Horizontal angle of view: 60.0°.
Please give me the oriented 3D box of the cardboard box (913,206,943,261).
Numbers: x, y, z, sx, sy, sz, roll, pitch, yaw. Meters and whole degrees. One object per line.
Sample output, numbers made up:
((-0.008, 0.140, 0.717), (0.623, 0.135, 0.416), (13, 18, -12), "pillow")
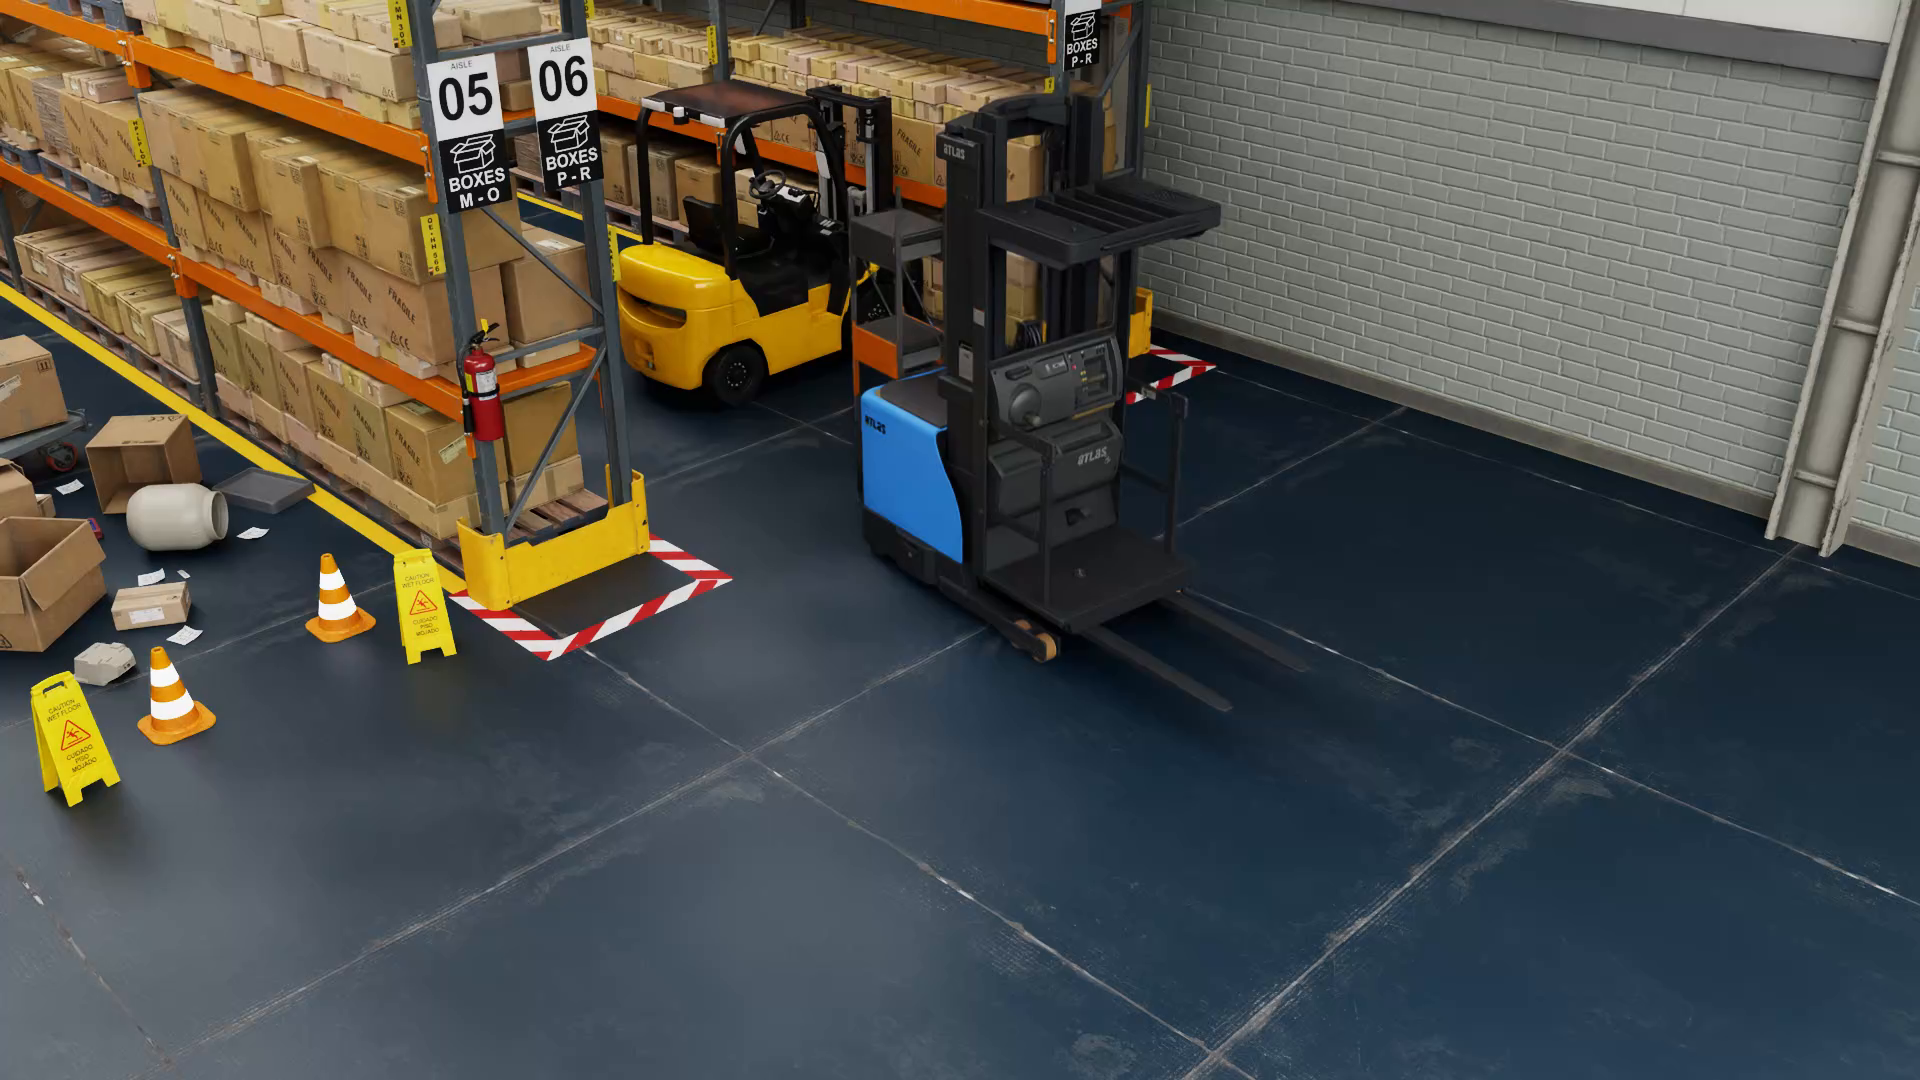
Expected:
((-0.238, -2.548, 13.794), (0.500, 0.250, 0.500), (-25, 37, -39), "cardboard box")

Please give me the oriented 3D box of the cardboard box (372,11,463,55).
((-2.881, -2.697, 8.839), (0.380, 0.149, 0.250), (-25, 37, -39), "cardboard box")

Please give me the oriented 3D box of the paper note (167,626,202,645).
((-4.503, 0.551, 9.662), (0.142, 0.019, 0.148), (12, 30, 22), "paper note")

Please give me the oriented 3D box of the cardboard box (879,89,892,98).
((-0.446, -3.637, 13.632), (0.250, 0.149, 0.380), (24, 36, 38), "cardboard box")

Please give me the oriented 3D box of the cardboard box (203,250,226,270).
((-5.069, -2.034, 11.659), (0.380, 0.149, 0.250), (-24, 36, -38), "cardboard box")

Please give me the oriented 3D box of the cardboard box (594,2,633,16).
((-3.524, -5.345, 16.881), (0.250, 0.149, 0.380), (24, 36, 38), "cardboard box")

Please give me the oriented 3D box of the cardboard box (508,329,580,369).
((-2.530, -1.183, 10.041), (0.250, 0.149, 0.380), (25, 37, 39), "cardboard box")

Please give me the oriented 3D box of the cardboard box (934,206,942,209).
((0.126, -2.723, 14.128), (0.500, 0.250, 0.500), (24, 36, 38), "cardboard box")

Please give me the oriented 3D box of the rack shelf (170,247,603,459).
((-3.859, -1.449, 11.049), (4.000, 0.370, 1.077), (25, 36, 38), "rack shelf")

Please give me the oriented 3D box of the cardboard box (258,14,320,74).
((-3.718, -2.918, 9.688), (0.500, 0.250, 0.500), (-24, 36, -38), "cardboard box")

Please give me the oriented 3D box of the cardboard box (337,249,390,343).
((-3.367, -1.541, 10.025), (0.500, 0.500, 0.500), (25, 36, 38), "cardboard box")

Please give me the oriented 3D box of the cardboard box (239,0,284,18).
((-3.999, -3.186, 9.769), (0.380, 0.149, 0.250), (-24, 36, -38), "cardboard box")

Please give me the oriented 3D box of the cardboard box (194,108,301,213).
((-4.436, -2.476, 10.728), (0.500, 0.500, 0.700), (24, 36, 37), "cardboard box")

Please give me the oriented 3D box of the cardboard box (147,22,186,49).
((-5.089, -3.349, 10.936), (0.250, 0.149, 0.380), (25, 36, 38), "cardboard box")

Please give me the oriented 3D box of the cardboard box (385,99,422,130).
((-2.884, -2.355, 9.046), (0.250, 0.149, 0.380), (25, 37, 39), "cardboard box")

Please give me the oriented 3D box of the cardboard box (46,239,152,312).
((-7.210, -2.322, 14.309), (0.625, 0.372, 0.950), (24, 36, 37), "cardboard box")

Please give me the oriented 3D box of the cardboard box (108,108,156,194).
((-5.776, -2.856, 12.074), (0.500, 0.500, 0.500), (24, 36, 38), "cardboard box")

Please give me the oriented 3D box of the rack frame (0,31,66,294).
((-8.138, -3.725, 14.605), (0.127, 3.000, 1.000), (25, 36, 38), "rack frame")

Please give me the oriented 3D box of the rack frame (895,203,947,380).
((-0.229, -1.067, 10.517), (0.400, 2.100, 0.015), (-20, 34, -33), "rack frame")

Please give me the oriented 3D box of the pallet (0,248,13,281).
((-8.647, -2.773, 15.791), (1.213, 0.211, 1.003), (25, 36, 38), "pallet")

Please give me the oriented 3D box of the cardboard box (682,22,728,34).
((-2.437, -4.849, 15.938), (0.250, 0.149, 0.380), (24, 36, 38), "cardboard box")

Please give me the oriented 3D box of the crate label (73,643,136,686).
((-4.784, 0.683, 9.297), (0.298, 0.136, 0.250), (7, 29, 13), "crate label")

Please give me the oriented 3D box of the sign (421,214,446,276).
((-2.837, -1.590, 8.960), (0.005, 0.325, 0.100), (25, 36, 38), "sign")

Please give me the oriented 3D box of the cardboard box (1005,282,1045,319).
((0.478, -2.009, 13.306), (0.500, 0.250, 0.500), (24, 36, 38), "cardboard box")

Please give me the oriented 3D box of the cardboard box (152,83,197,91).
((-5.776, -3.193, 12.715), (0.500, 0.500, 0.500), (25, 36, 39), "cardboard box")

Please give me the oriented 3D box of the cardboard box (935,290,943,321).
((0.140, -1.946, 13.725), (0.500, 0.250, 0.500), (25, 36, 38), "cardboard box")

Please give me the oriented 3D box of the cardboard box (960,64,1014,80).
((0.222, -3.748, 13.525), (0.380, 0.149, 0.250), (-24, 36, -38), "cardboard box")

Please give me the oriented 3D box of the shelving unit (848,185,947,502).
((-0.381, -1.156, 10.686), (0.431, 2.100, 0.503), (-20, 34, -33), "shelving unit")

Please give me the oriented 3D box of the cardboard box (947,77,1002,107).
((0.112, -3.526, 13.102), (0.250, 0.149, 0.380), (25, 37, 39), "cardboard box")

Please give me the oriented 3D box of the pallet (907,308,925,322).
((-0.396, -2.163, 14.630), (1.213, 0.211, 1.003), (25, 36, 38), "pallet")

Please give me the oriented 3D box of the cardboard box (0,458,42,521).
((-6.133, -0.105, 10.257), (0.503, 0.637, 0.797), (25, 36, 38), "cardboard box")

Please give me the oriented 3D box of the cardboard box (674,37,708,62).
((-2.404, -4.516, 15.304), (0.250, 0.149, 0.380), (24, 36, 38), "cardboard box")

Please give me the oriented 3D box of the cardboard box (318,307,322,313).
((-3.926, -1.560, 10.757), (0.250, 0.149, 0.380), (25, 36, 38), "cardboard box")

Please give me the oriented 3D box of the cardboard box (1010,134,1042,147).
((0.600, -3.115, 12.640), (0.380, 0.149, 0.250), (-25, 36, -38), "cardboard box")

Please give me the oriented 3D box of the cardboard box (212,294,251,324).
((-5.007, -1.665, 11.688), (0.380, 0.149, 0.250), (-25, 36, -38), "cardboard box")

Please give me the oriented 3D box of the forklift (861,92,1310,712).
((0.685, -0.864, 9.237), (1.130, 2.935, 3.031), (-20, 34, -33), "forklift")

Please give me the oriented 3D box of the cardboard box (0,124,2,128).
((-8.036, -3.632, 14.247), (0.250, 0.149, 0.380), (22, 35, 36), "cardboard box")

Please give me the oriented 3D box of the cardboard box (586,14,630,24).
((-3.459, -5.033, 16.287), (0.250, 0.149, 0.380), (25, 36, 38), "cardboard box")

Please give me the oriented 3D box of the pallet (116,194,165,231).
((-5.729, -2.633, 12.734), (1.213, 0.211, 1.003), (25, 36, 38), "pallet")

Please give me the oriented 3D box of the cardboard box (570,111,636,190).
((-3.754, -4.090, 17.399), (0.875, 0.625, 0.625), (-24, 36, -38), "cardboard box")

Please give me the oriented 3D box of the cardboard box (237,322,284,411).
((-4.664, -1.268, 11.629), (0.500, 0.500, 0.500), (-24, 36, -37), "cardboard box")

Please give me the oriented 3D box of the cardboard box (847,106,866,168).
((-0.586, -3.381, 13.843), (0.500, 0.500, 0.500), (25, 37, 39), "cardboard box")

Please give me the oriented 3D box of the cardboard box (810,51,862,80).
((-1.035, -4.000, 14.003), (0.250, 0.149, 0.380), (24, 36, 38), "cardboard box")

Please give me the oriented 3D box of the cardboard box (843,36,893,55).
((-0.798, -4.289, 14.554), (0.250, 0.149, 0.380), (24, 36, 37), "cardboard box")

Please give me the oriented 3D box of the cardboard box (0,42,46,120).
((-7.979, -3.863, 13.989), (0.500, 0.500, 0.500), (23, 36, 37), "cardboard box")

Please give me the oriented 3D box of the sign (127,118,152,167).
((-5.672, -2.747, 11.501), (0.005, 0.325, 0.100), (25, 36, 38), "sign")

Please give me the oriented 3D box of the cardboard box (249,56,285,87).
((-4.010, -2.841, 9.971), (0.250, 0.149, 0.380), (24, 36, 38), "cardboard box")

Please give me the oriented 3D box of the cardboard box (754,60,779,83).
((-1.580, -4.125, 14.560), (0.380, 0.149, 0.250), (-24, 36, -38), "cardboard box")

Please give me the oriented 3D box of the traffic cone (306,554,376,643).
((-3.644, 0.296, 9.684), (0.334, 0.463, 0.336), (25, 36, 38), "traffic cone")

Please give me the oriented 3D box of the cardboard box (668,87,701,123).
((-2.351, -4.080, 15.440), (0.500, 0.250, 0.500), (-24, 36, -38), "cardboard box")

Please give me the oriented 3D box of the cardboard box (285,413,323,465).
((-4.285, -0.764, 11.477), (0.500, 0.250, 0.500), (24, 36, 38), "cardboard box")

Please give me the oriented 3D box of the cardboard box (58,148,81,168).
((-6.918, -3.089, 13.213), (0.380, 0.149, 0.250), (-24, 36, -38), "cardboard box")

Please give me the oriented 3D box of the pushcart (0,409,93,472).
((-6.848, -0.486, 11.263), (0.936, 0.377, 1.648), (12, 30, 22), "pushcart")
